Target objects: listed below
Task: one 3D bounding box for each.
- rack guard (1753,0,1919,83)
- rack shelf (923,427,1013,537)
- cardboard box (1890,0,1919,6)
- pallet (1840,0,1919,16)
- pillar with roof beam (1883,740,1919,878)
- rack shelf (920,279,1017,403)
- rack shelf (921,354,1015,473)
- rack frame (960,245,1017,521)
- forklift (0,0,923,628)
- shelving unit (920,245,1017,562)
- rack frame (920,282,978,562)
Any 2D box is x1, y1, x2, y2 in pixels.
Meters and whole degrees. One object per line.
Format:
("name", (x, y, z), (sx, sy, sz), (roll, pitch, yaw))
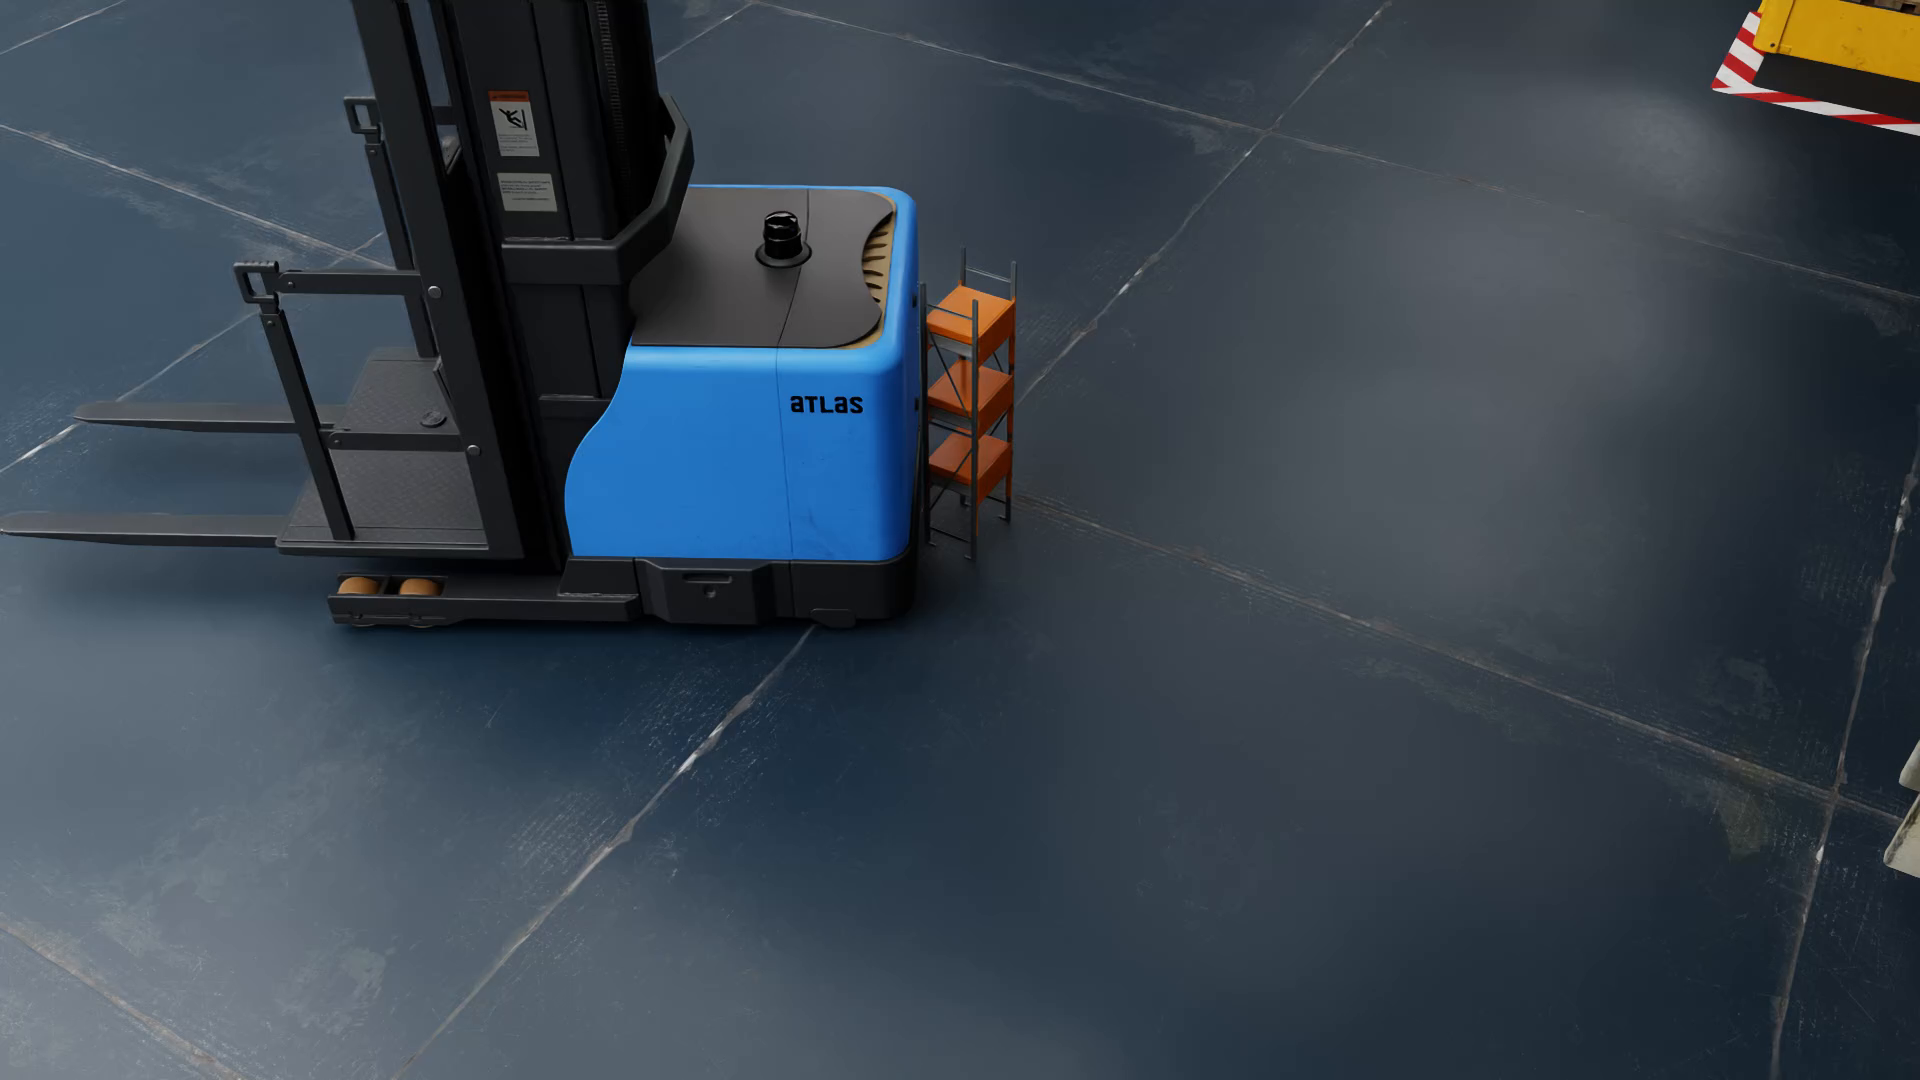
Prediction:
("rack guard", (4.708, -2.652, 8.383), (1.175, 0.500, 0.348), (21, 45, 22))
("rack shelf", (0.028, -0.208, 5.628), (0.215, 0.259, 0.240), (21, 45, 22))
("cardboard box", (5.135, -2.946, 8.588), (0.500, 0.250, 0.500), (21, 46, 22))
("pallet", (5.066, -3.009, 9.007), (1.003, 0.211, 1.213), (21, 45, 22))
("pillar with roof beam", (-0.881, -3.946, 3.422), (9.100, 9.000, 0.400), (21, 45, 22))
("rack shelf", (0.027, -0.630, 5.257), (0.215, 0.259, 0.240), (21, 45, 22))
("rack shelf", (0.028, -0.417, 5.445), (0.215, 0.259, 0.240), (21, 45, 22))
("rack frame", (0.088, -0.495, 5.517), (0.200, 1.050, 0.008), (21, 45, 22))
("forklift", (-1.653, -1.162, 4.852), (3.031, 2.935, 1.130), (1, 41, 1))
("shelving unit", (0.028, -0.425, 5.438), (0.215, 1.050, 0.252), (21, 45, 22))
("rack frame", (-0.033, -0.355, 5.358), (0.200, 1.050, 0.008), (21, 45, 22))
